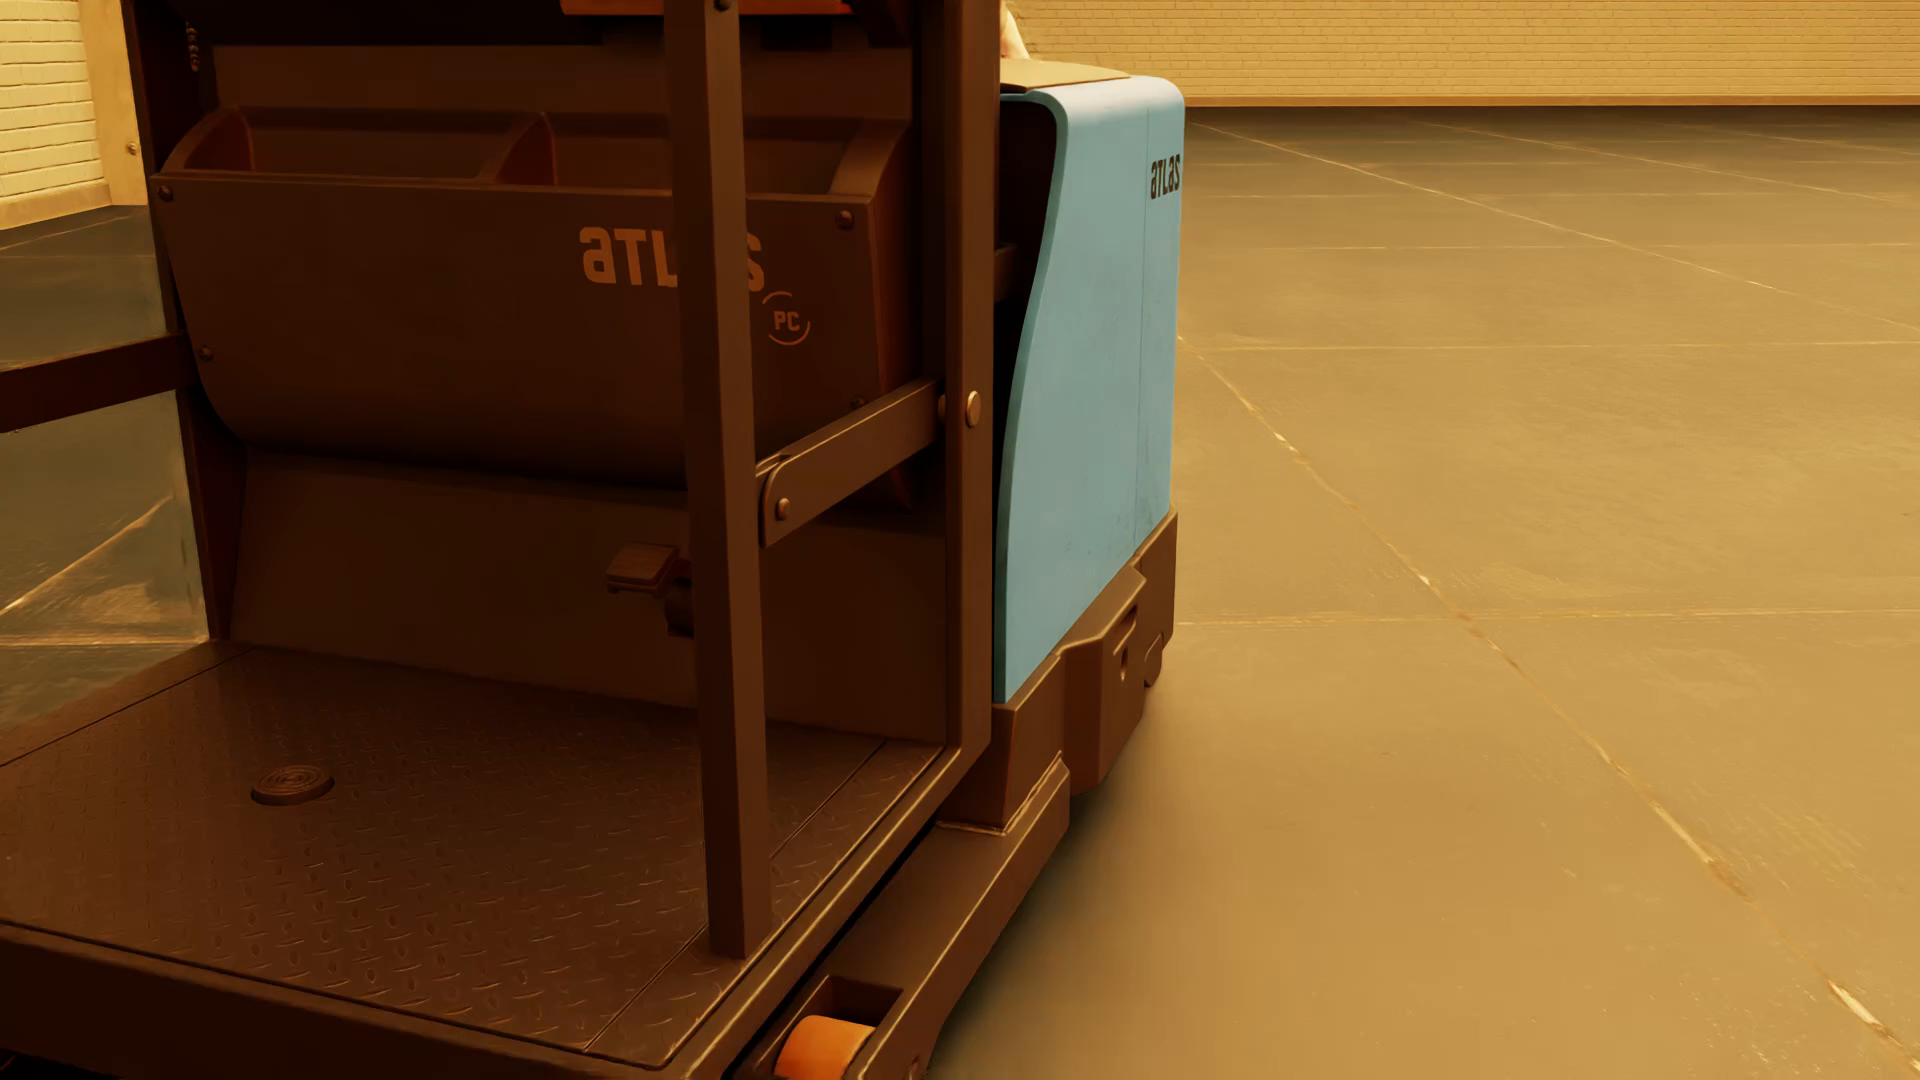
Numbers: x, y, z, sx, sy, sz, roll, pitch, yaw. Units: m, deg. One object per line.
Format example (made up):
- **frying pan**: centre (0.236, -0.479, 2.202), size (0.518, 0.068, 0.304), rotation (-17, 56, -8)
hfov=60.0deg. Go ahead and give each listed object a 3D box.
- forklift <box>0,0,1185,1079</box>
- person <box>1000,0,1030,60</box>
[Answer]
- **forklift**: centre (-0.575, -0.815, 1.573), size (1.130, 2.935, 3.031), rotation (6, 18, 19)
- **person**: centre (-0.042, -0.786, 3.915), size (0.646, 1.494, 0.527), rotation (0, 17, 1)
